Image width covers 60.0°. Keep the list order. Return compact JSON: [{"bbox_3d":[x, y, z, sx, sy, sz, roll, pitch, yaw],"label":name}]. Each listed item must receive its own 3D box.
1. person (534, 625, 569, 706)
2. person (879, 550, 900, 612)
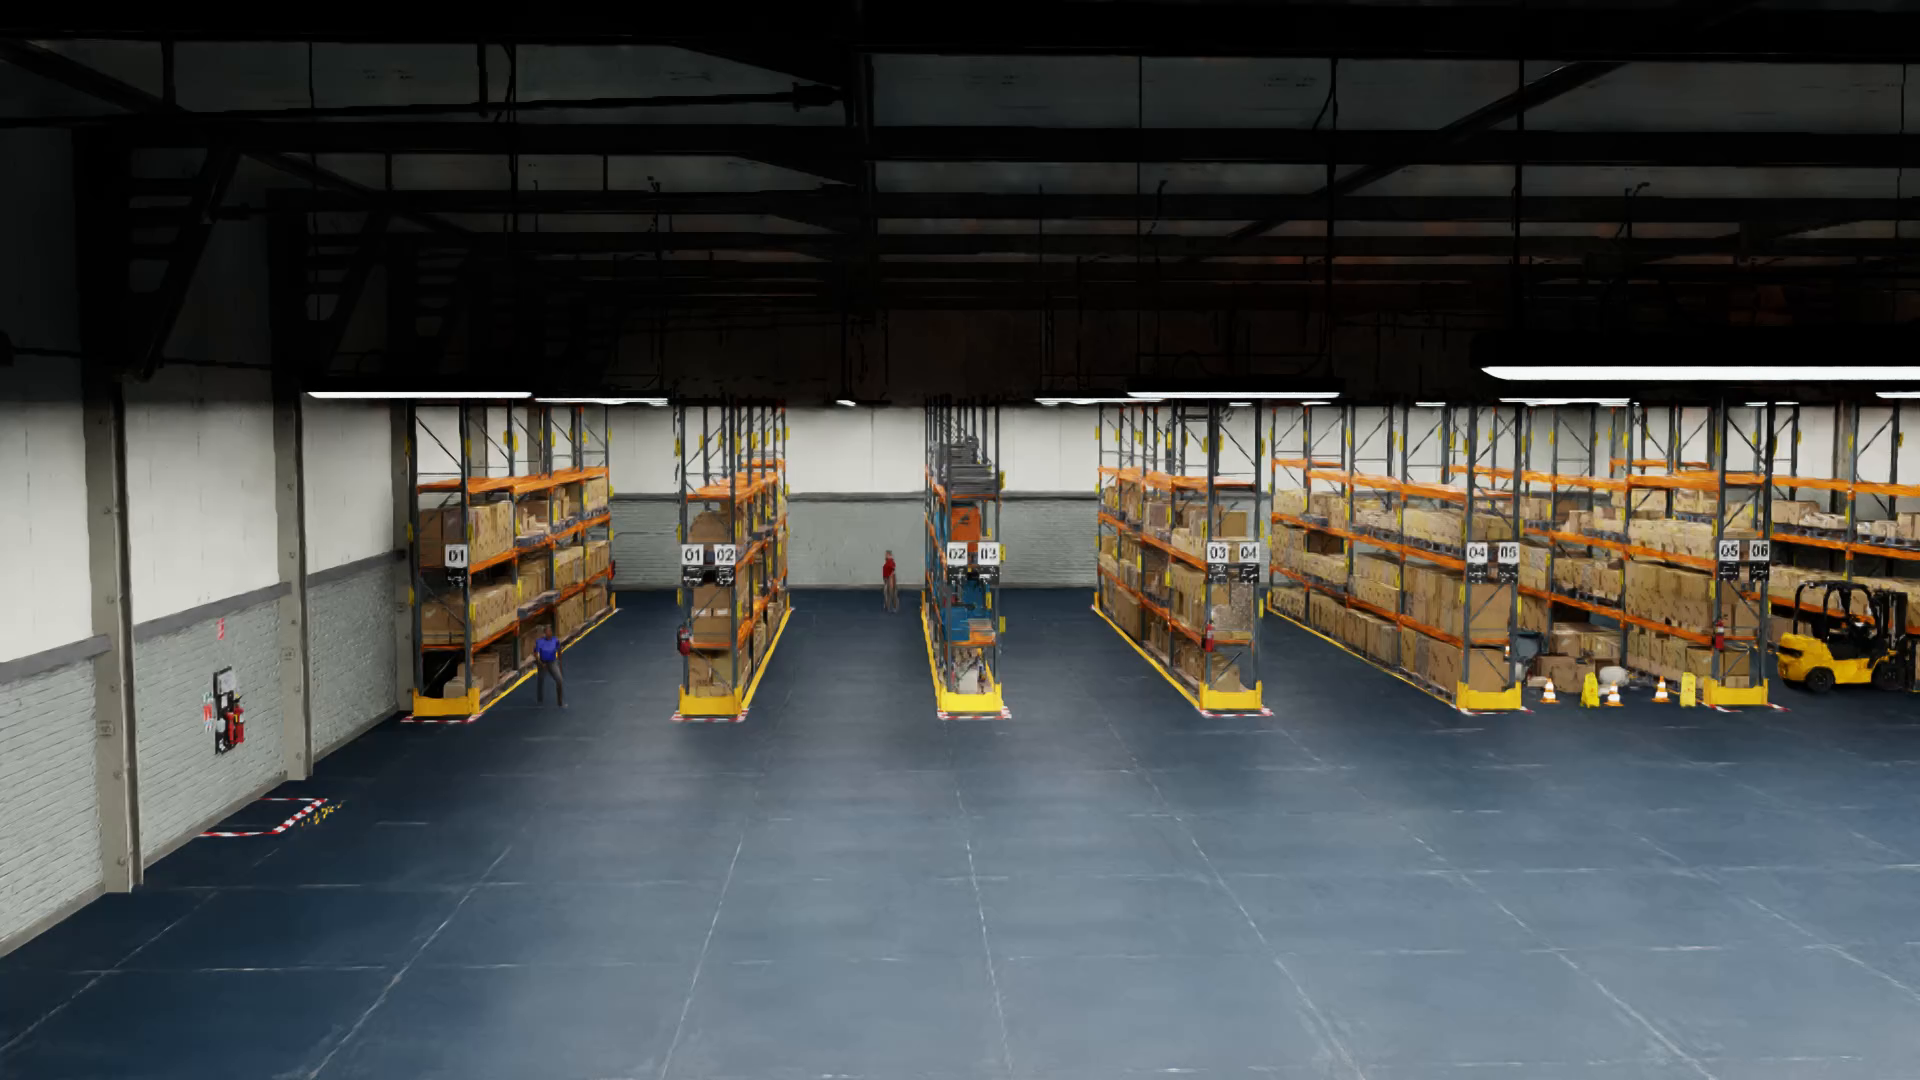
[{"bbox_3d":[-7.882,2.433,31.906,0.614,1.534,0.762,-2,5,-24],"label":"person"},{"bbox_3d":[-1.976,1.150,46.940,0.518,1.725,0.656,-1,5,-18],"label":"person"}]
